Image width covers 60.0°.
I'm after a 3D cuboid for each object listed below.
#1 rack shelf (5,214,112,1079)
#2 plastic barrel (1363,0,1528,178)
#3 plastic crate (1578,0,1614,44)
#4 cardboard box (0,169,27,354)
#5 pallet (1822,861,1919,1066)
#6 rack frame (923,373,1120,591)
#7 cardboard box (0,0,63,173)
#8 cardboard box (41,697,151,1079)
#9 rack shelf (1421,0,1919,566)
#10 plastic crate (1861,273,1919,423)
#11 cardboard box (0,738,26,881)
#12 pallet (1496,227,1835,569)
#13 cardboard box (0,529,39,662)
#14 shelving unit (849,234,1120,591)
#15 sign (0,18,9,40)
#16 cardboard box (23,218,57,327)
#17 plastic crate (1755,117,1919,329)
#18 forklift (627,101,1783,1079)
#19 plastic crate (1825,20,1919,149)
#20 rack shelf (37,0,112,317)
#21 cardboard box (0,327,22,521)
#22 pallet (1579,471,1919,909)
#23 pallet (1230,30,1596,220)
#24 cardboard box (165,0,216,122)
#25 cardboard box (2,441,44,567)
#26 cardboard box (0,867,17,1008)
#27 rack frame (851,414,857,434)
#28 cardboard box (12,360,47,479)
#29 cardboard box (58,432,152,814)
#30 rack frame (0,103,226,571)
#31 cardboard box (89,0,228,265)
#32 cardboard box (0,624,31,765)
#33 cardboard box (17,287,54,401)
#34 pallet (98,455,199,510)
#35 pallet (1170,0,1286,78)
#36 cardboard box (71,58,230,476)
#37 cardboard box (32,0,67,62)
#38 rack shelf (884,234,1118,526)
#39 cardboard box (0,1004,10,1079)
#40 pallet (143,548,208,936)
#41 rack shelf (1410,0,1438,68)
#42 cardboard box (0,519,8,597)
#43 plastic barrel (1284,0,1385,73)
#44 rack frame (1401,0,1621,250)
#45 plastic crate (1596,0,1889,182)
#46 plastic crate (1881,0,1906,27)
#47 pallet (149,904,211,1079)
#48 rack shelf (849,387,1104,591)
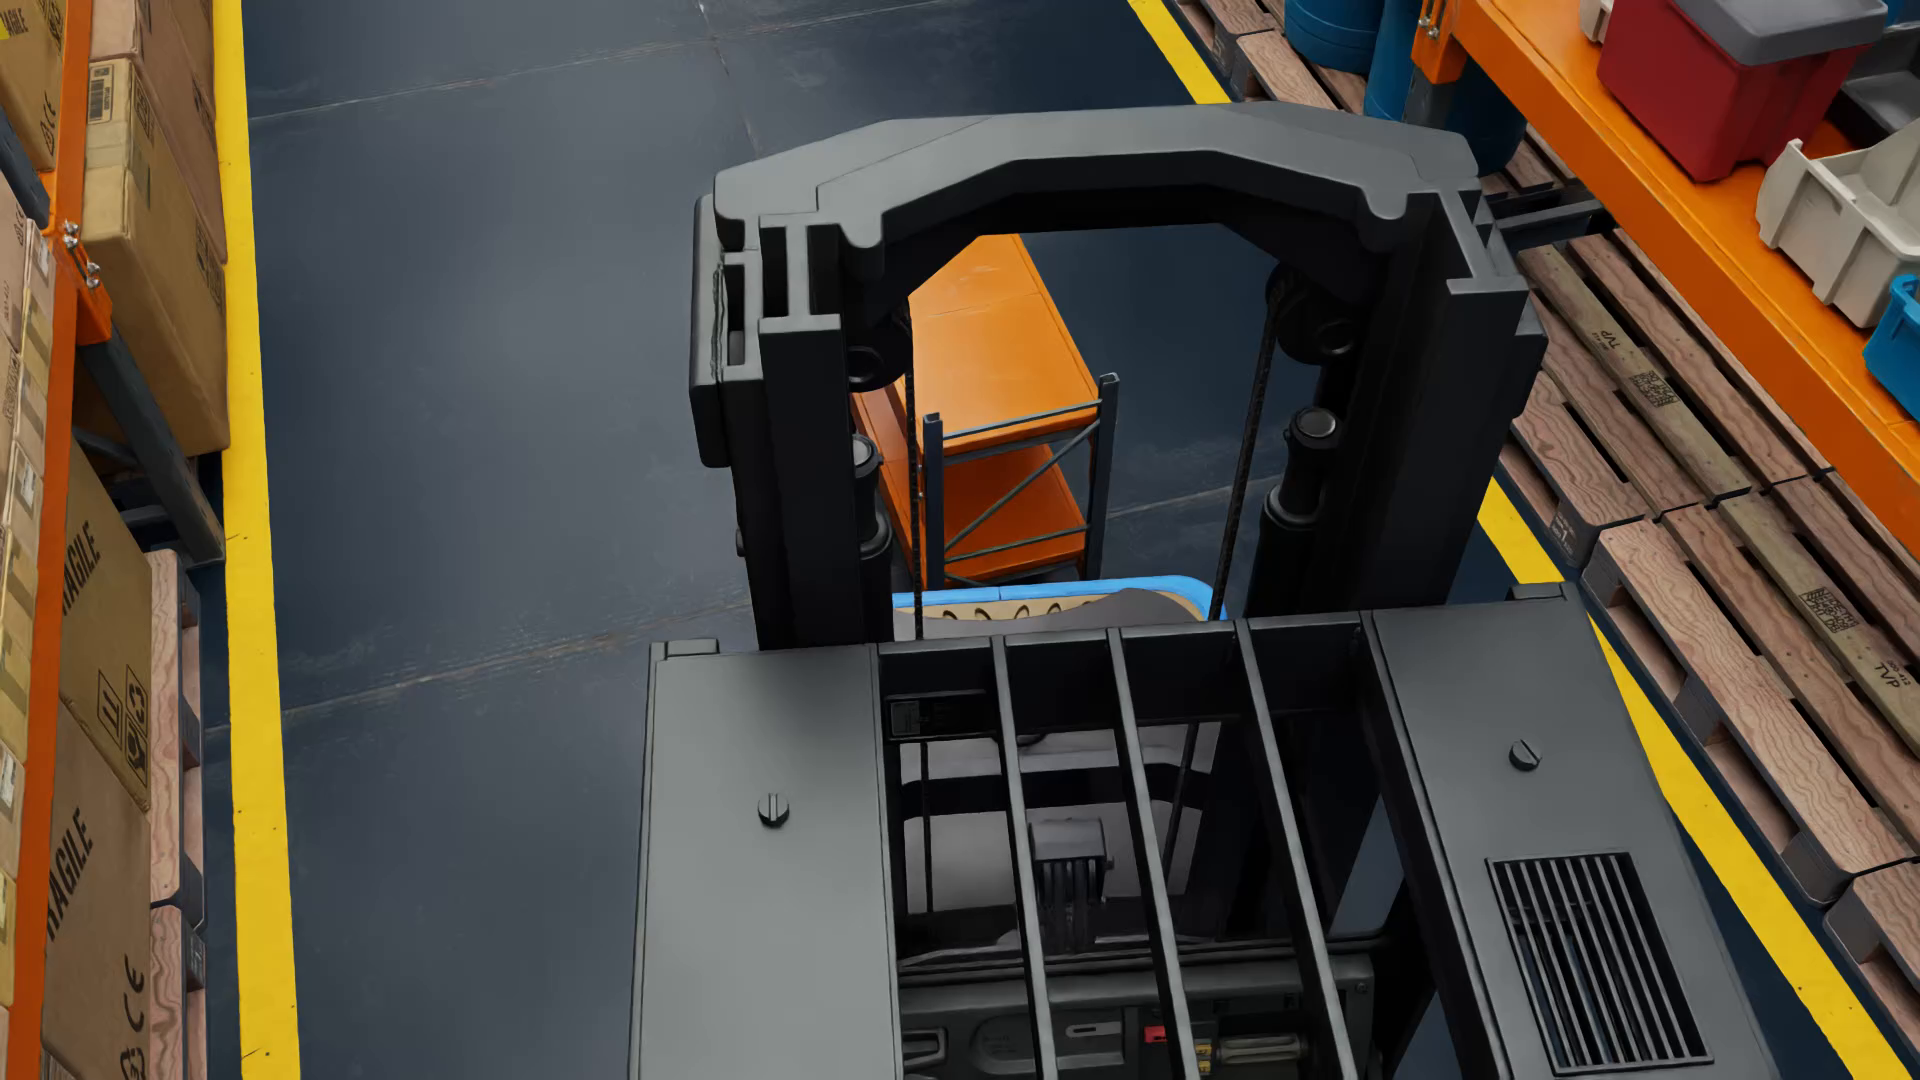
[{"bbox_3d":[-2.195,0.862,3.032,1.077,0.370,4.000,-13,51,-11],"label":"rack shelf"},{"bbox_3d":[1.800,-1.811,5.912,0.600,0.901,0.708,-13,51,-11],"label":"plastic barrel"},{"bbox_3d":[1.946,-1.512,4.696,0.396,0.136,0.243,-13,51,-11],"label":"plastic crate"},{"bbox_3d":[-2.406,-0.615,3.710,0.500,0.250,0.500,-14,51,-12],"label":"cardboard box"},{"bbox_3d":[2.921,1.259,4.051,1.003,0.211,1.213,-13,51,-11],"label":"pallet"},{"bbox_3d":[0.152,0.014,4.503,0.500,1.125,0.032,-13,51,-11],"label":"rack frame"},{"bbox_3d":[-2.684,-1.255,4.281,0.500,0.500,0.500,-13,51,-11],"label":"cardboard box"},{"bbox_3d":[-2.402,0.876,3.664,0.875,0.875,0.875,-13,51,-11],"label":"cardboard box"},{"bbox_3d":[2.536,-0.258,3.976,1.077,0.370,4.000,-13,51,-11],"label":"rack shelf"},{"bbox_3d":[2.275,-0.436,3.726,0.416,0.233,0.300,-13,51,-11],"label":"plastic crate"},{"bbox_3d":[-1.929,0.524,3.011,0.380,0.149,0.250,-13,51,-10],"label":"cardboard box"},{"bbox_3d":[2.199,-0.523,5.553,1.003,0.211,1.213,-13,51,-11],"label":"pallet"},{"bbox_3d":[-2.079,0.151,3.325,0.380,0.149,0.250,-12,51,-10],"label":"cardboard box"},{"bbox_3d":[0.002,-0.358,4.816,0.538,1.125,1.048,-13,51,-11],"label":"shelving unit"},{"bbox_3d":[-2.257,-1.262,3.734,0.100,0.325,0.005,-13,51,-11],"label":"sign"},{"bbox_3d":[-2.384,-0.601,3.959,0.380,0.149,0.250,-13,51,-11],"label":"cardboard box"},{"bbox_3d":[2.220,-0.775,3.979,0.437,0.282,0.530,-13,51,-11],"label":"plastic crate"},{"bbox_3d":[0.210,0.977,2.509,1.130,2.935,3.031,-4,50,-3],"label":"forklift"},{"bbox_3d":[2.532,-1.124,4.377,0.437,0.125,0.590,-13,51,-11],"label":"plastic crate"},{"bbox_3d":[-3.378,-2.059,5.495,1.077,0.370,4.000,-13,51,-11],"label":"rack shelf"},{"bbox_3d":[-2.250,-0.237,3.392,0.500,0.250,0.500,-12,51,-10],"label":"cardboard box"},{"bbox_3d":[2.563,0.369,4.801,1.003,0.211,1.213,-13,51,-11],"label":"pallet"},{"bbox_3d":[1.756,-1.625,6.481,1.003,0.211,1.213,-13,51,-11],"label":"pallet"},{"bbox_3d":[-3.529,-2.041,6.124,1.225,0.875,0.875,-13,51,-11],"label":"cardboard box"},{"bbox_3d":[-2.156,-0.038,3.484,0.380,0.149,0.250,-12,51,-10],"label":"cardboard box"},{"bbox_3d":[-1.850,0.715,2.850,0.380,0.149,0.250,-14,51,-12],"label":"cardboard box"},{"bbox_3d":[-0.148,-0.729,5.129,0.500,1.125,0.032,-13,51,-11],"label":"rack frame"},{"bbox_3d":[-2.232,-0.225,3.642,0.380,0.149,0.250,-14,51,-12],"label":"cardboard box"},{"bbox_3d":[-2.668,0.219,4.218,0.875,0.875,0.875,-13,51,-11],"label":"cardboard box"},{"bbox_3d":[-2.787,-0.830,3.988,1.000,3.000,0.127,-13,51,-11],"label":"rack frame"},{"bbox_3d":[-3.260,-1.396,5.580,1.225,0.875,0.875,-15,51,-12],"label":"cardboard box"},{"bbox_3d":[-2.003,0.338,3.168,0.380,0.149,0.250,-14,51,-12],"label":"cardboard box"},{"bbox_3d":[-2.307,-0.413,3.800,0.380,0.149,0.250,-12,51,-10],"label":"cardboard box"},{"bbox_3d":[-3.087,-0.478,5.515,1.003,0.211,1.213,-13,51,-11],"label":"pallet"},{"bbox_3d":[1.392,-2.517,7.234,1.003,0.211,1.213,-13,51,-11],"label":"pallet"},{"bbox_3d":[-2.995,-0.744,5.030,1.225,0.875,0.875,-13,51,-11],"label":"cardboard box"},{"bbox_3d":[-2.834,-1.622,4.590,0.500,0.500,0.500,-13,51,-11],"label":"cardboard box"},{"bbox_3d":[0.002,-0.546,4.592,0.538,0.278,1.000,-13,51,-11],"label":"rack shelf"},{"bbox_3d":[-1.776,0.900,2.694,0.380,0.149,0.250,-14,51,-11],"label":"cardboard box"},{"bbox_3d":[-2.637,0.641,4.571,1.003,0.211,1.213,-13,51,-11],"label":"pallet"},{"bbox_3d":[1.353,-3.179,6.439,1.077,0.370,4.000,-13,51,-11],"label":"rack shelf"},{"bbox_3d":[-2.099,0.135,3.078,0.500,0.250,0.500,-12,51,-10],"label":"cardboard box"},{"bbox_3d":[1.590,-2.328,6.348,0.600,0.901,0.708,-13,51,-11],"label":"plastic barrel"},{"bbox_3d":[1.944,-1.950,4.932,1.000,3.000,0.127,-13,51,-11],"label":"rack frame"},{"bbox_3d":[1.969,-1.281,4.287,0.402,0.464,0.583,-13,51,-11],"label":"plastic crate"},{"bbox_3d":[2.408,-1.701,4.693,0.392,0.384,0.575,-13,51,-11],"label":"plastic crate"},{"bbox_3d":[-2.272,1.534,3.819,1.003,0.211,1.213,-13,51,-11],"label":"pallet"},{"bbox_3d":[0.002,-0.200,5.003,0.538,0.278,1.000,-13,51,-11],"label":"rack shelf"}]
